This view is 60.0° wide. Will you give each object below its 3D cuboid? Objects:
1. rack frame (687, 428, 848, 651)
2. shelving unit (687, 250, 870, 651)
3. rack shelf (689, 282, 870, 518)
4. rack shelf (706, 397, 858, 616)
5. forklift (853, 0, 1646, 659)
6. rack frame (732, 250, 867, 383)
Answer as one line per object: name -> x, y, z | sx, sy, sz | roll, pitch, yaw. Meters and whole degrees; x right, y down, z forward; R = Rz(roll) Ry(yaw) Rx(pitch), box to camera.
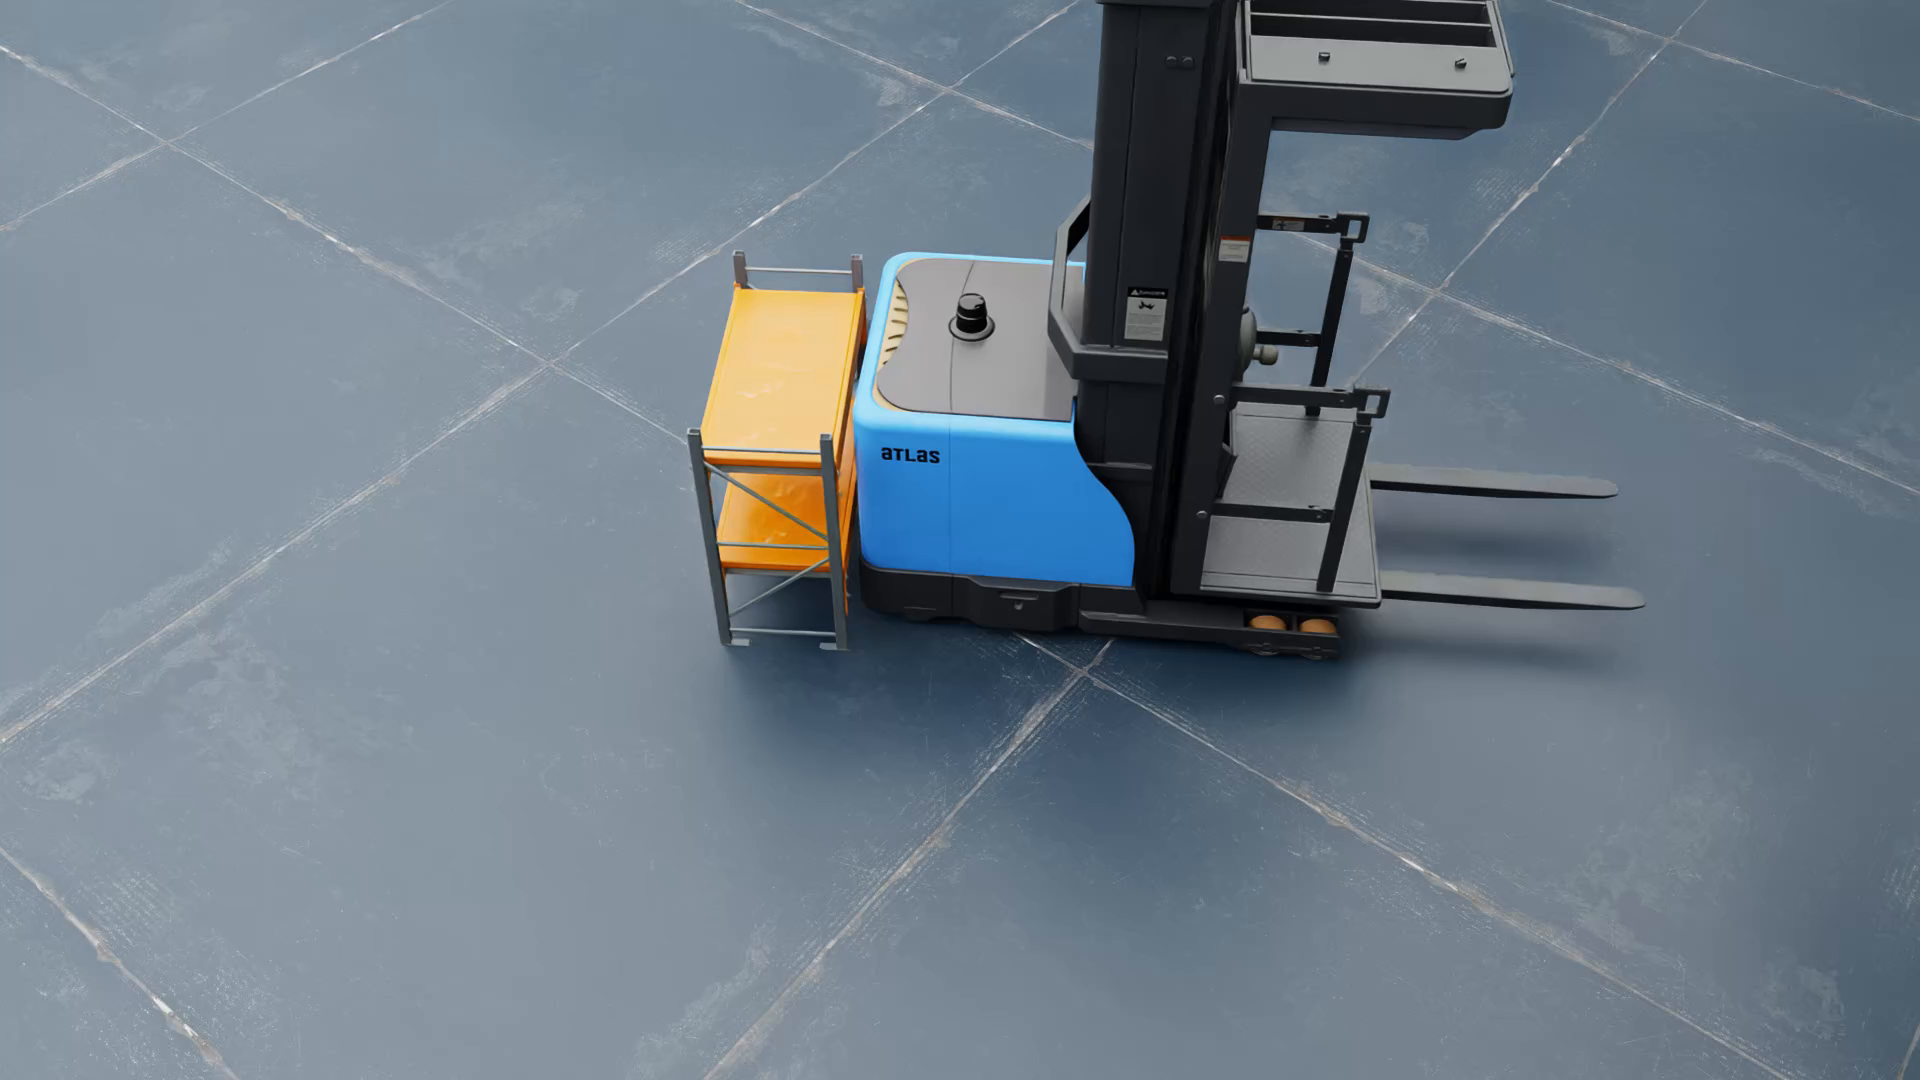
rack frame -> -0.688, 0.023, 6.114 | 0.500, 1.125, 0.032 | 2, 46, 2
shelving unit -> -0.658, -0.344, 6.465 | 0.538, 1.125, 1.048 | 2, 46, 2
rack shelf -> -0.658, -0.546, 6.253 | 0.538, 0.278, 1.000 | 2, 46, 2
rack shelf -> -0.657, -0.175, 6.642 | 0.538, 0.278, 1.000 | 2, 46, 2
forklift -> 1.153, -0.955, 5.800 | 3.031, 2.935, 1.130 | 4, 46, 4
rack frame -> -0.627, -0.711, 6.815 | 0.500, 1.125, 0.032 | 2, 46, 2
